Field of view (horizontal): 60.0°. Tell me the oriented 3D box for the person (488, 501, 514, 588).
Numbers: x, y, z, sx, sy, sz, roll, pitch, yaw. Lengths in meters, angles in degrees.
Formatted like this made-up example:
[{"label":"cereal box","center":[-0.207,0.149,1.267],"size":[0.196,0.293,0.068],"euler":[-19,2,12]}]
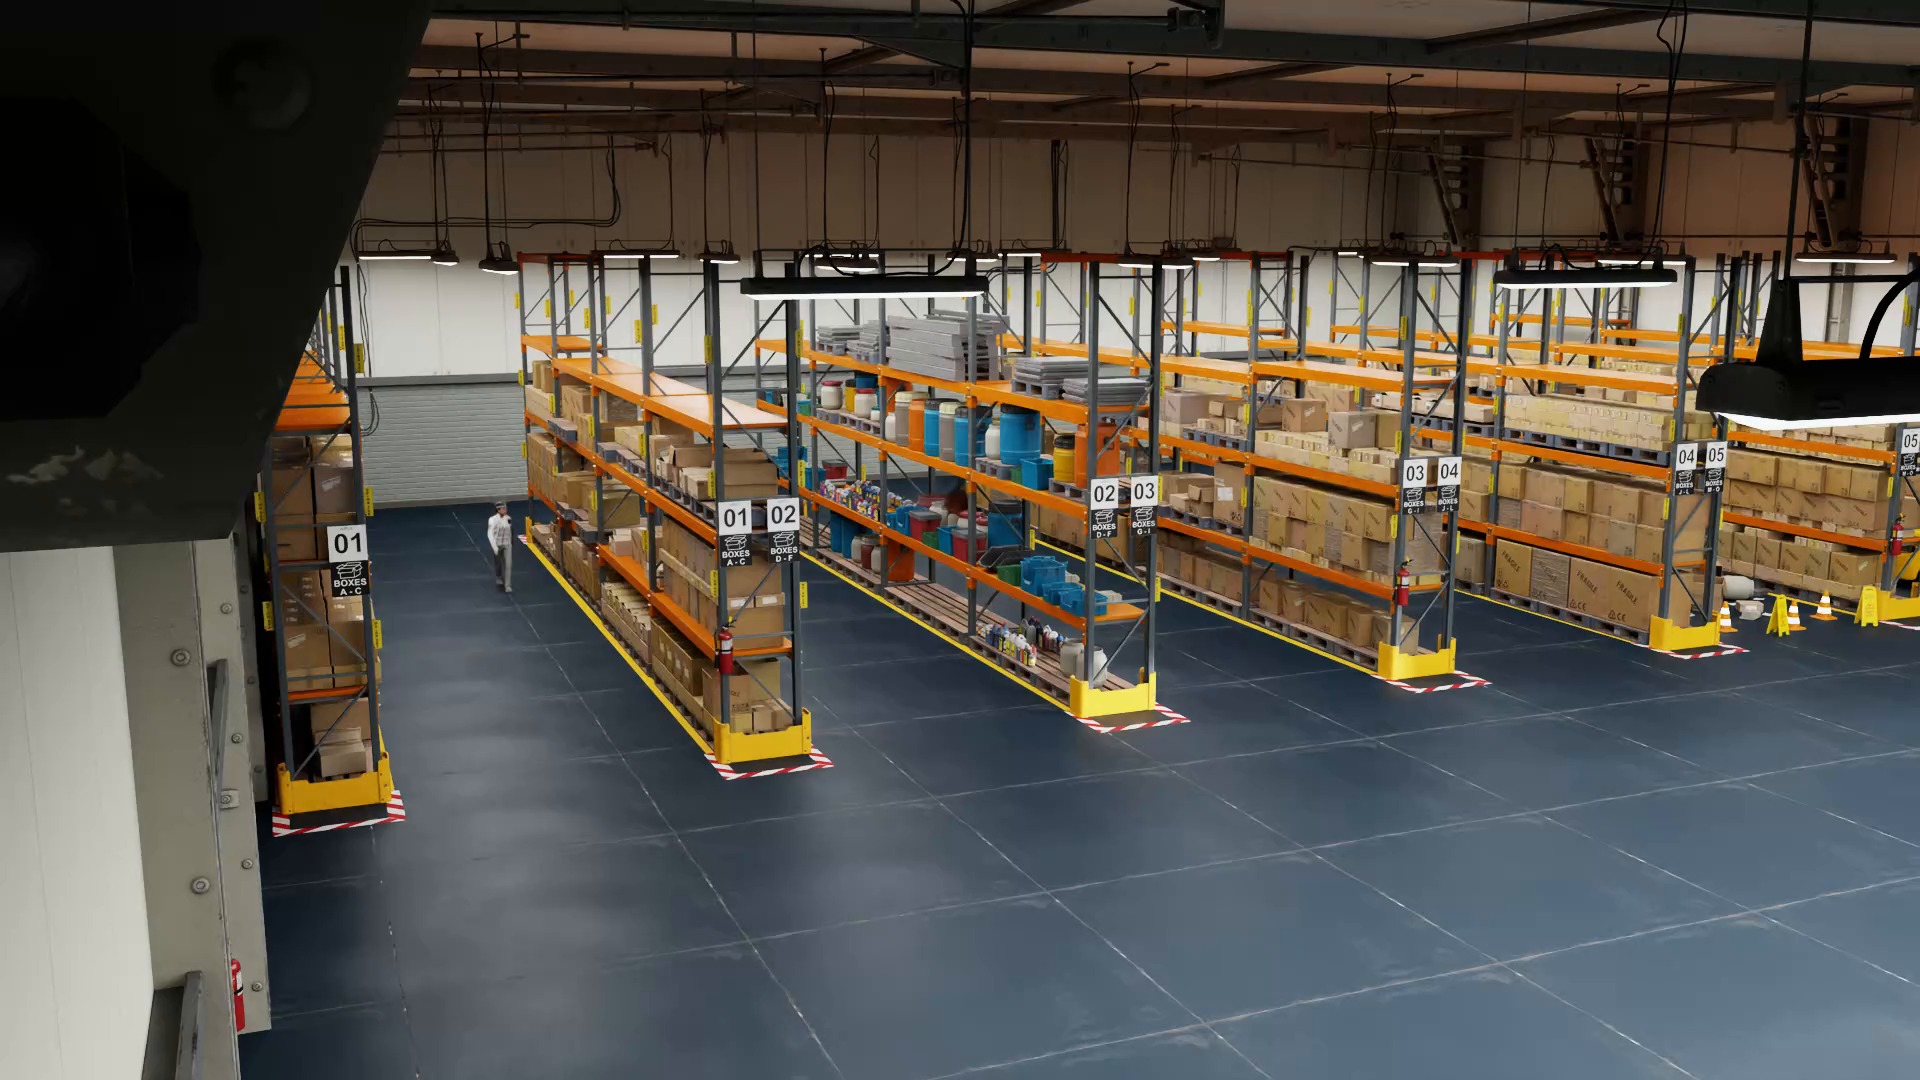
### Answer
[{"label":"person","center":[-8.272,0.069,29.964],"size":[0.448,1.580,0.636],"euler":[-3,11,-17]}]
